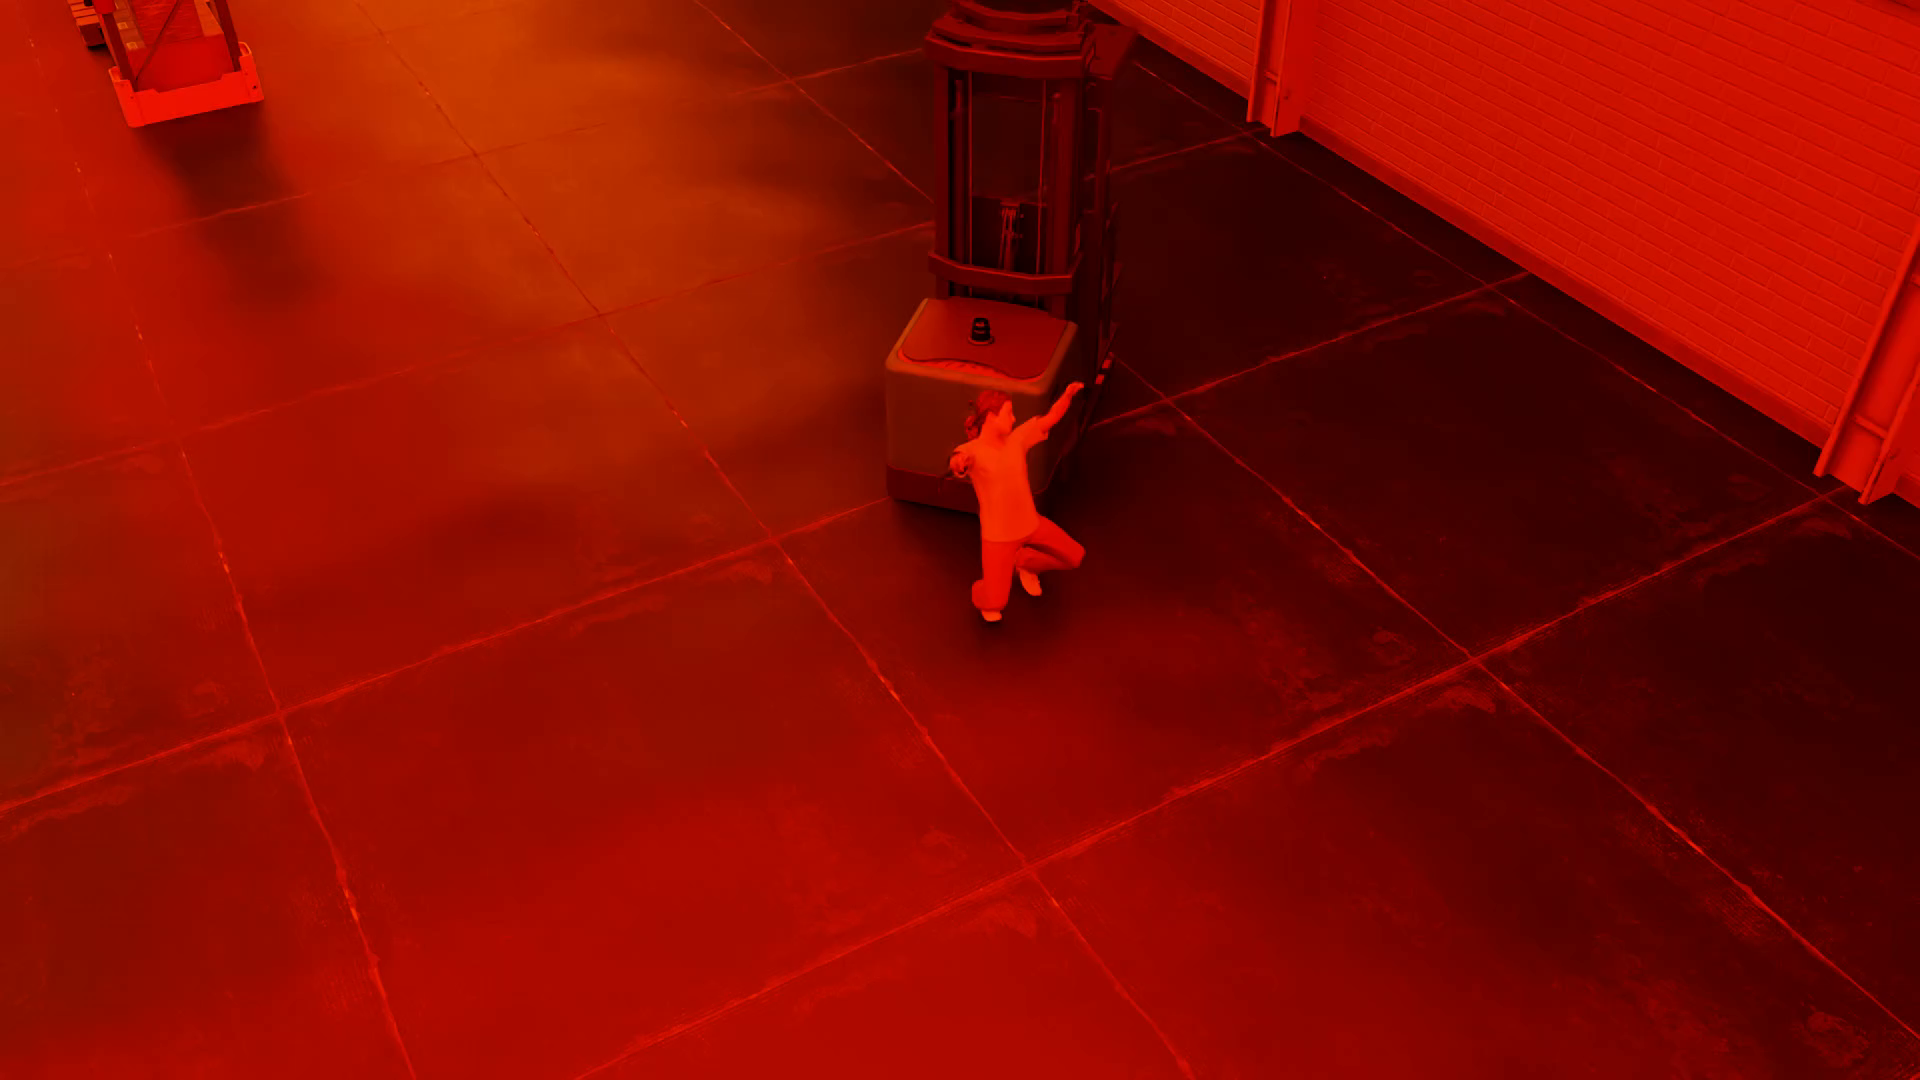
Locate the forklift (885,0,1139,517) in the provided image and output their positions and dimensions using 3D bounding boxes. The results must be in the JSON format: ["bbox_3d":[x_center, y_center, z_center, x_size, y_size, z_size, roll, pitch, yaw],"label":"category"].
[{"bbox_3d":[0.453,-2.177,10.661,1.130,2.935,3.031,11,41,13],"label":"forklift"}]

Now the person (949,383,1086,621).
[{"bbox_3d":[0.219,-0.185,9.320,0.876,1.548,0.691,-24,45,-26],"label":"person"}]
